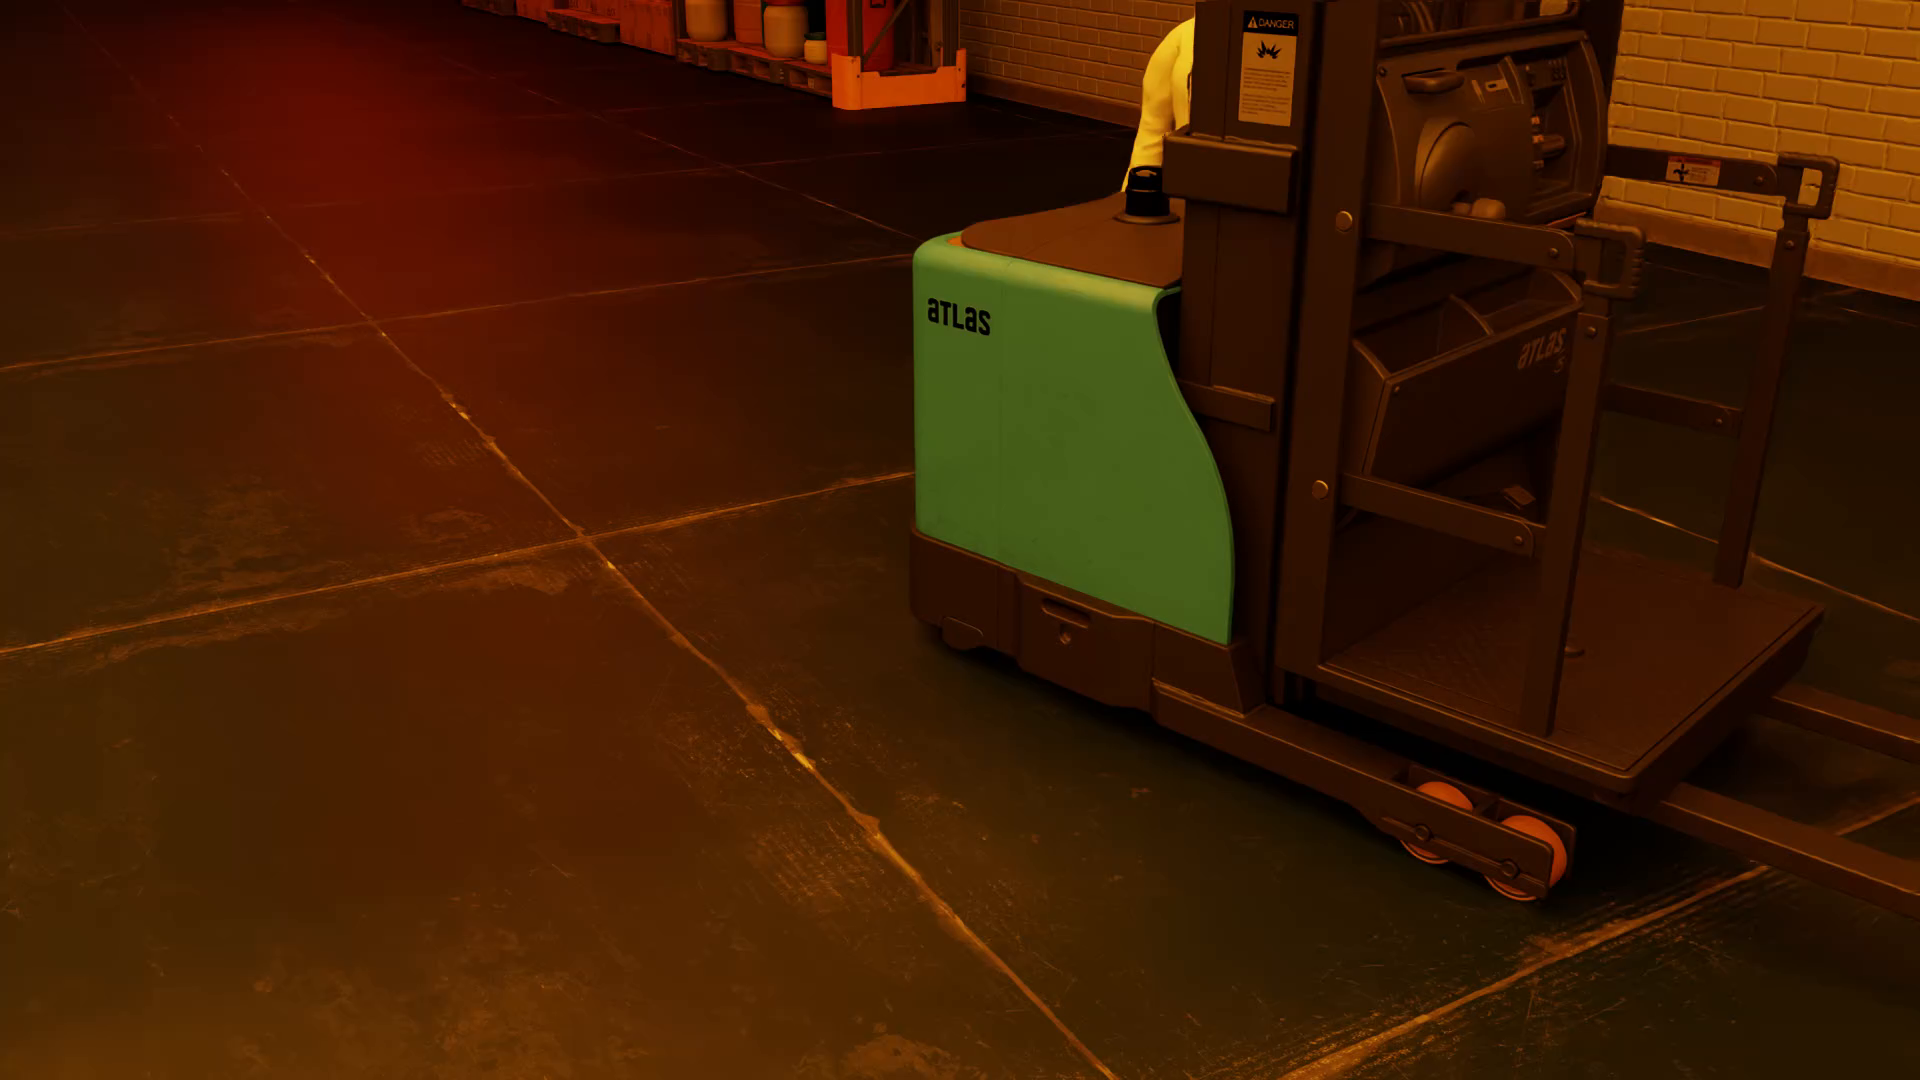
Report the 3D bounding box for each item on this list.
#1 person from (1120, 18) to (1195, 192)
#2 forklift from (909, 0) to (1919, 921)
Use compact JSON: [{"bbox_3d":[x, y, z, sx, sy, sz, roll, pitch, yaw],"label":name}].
[{"bbox_3d":[0.876,-0.998,5.277,0.899,1.750,0.427,13,26,29],"label":"person"},{"bbox_3d":[1.279,-0.852,3.349,3.031,2.935,1.130,20,30,40],"label":"forklift"}]
